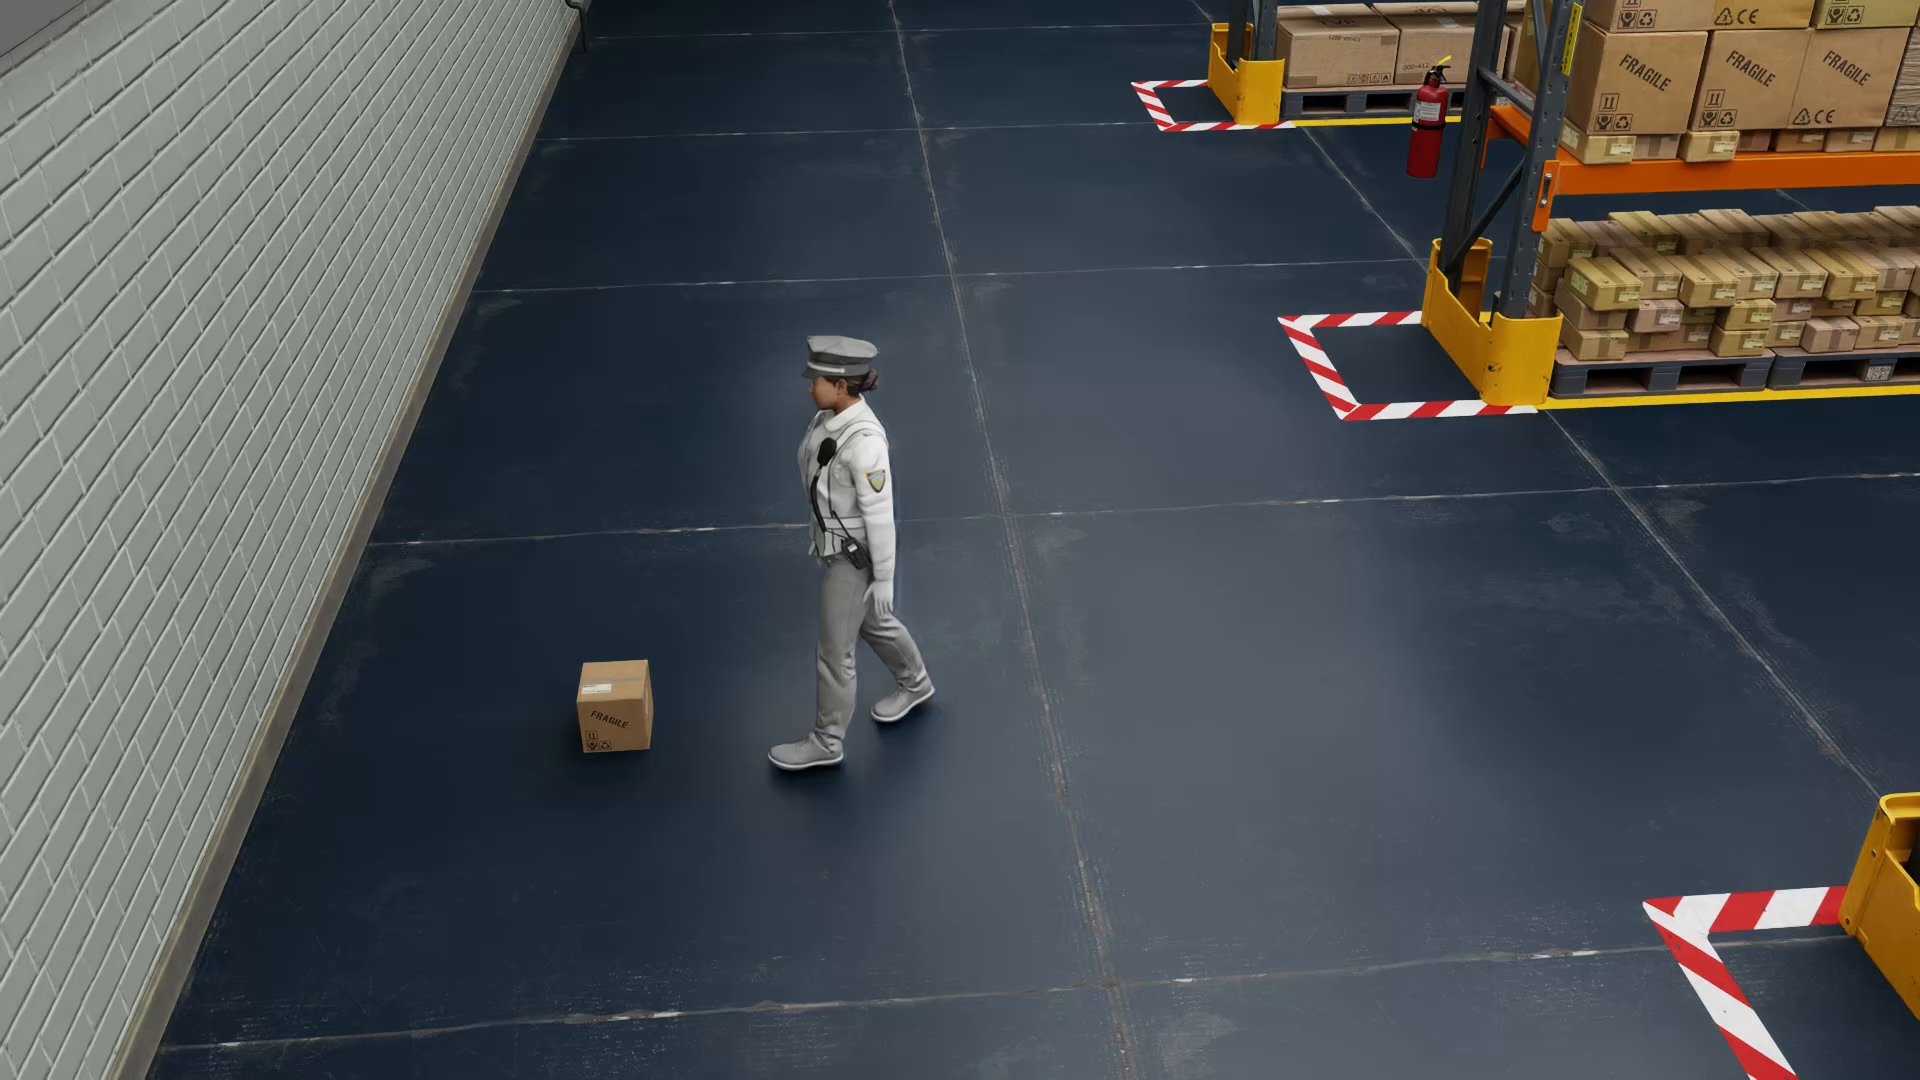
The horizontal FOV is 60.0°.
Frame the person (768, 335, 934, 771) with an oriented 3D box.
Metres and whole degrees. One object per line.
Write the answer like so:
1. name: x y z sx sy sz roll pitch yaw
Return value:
1. person: -0.415 0.040 6.047 0.716 1.647 0.507 -9 32 -15
